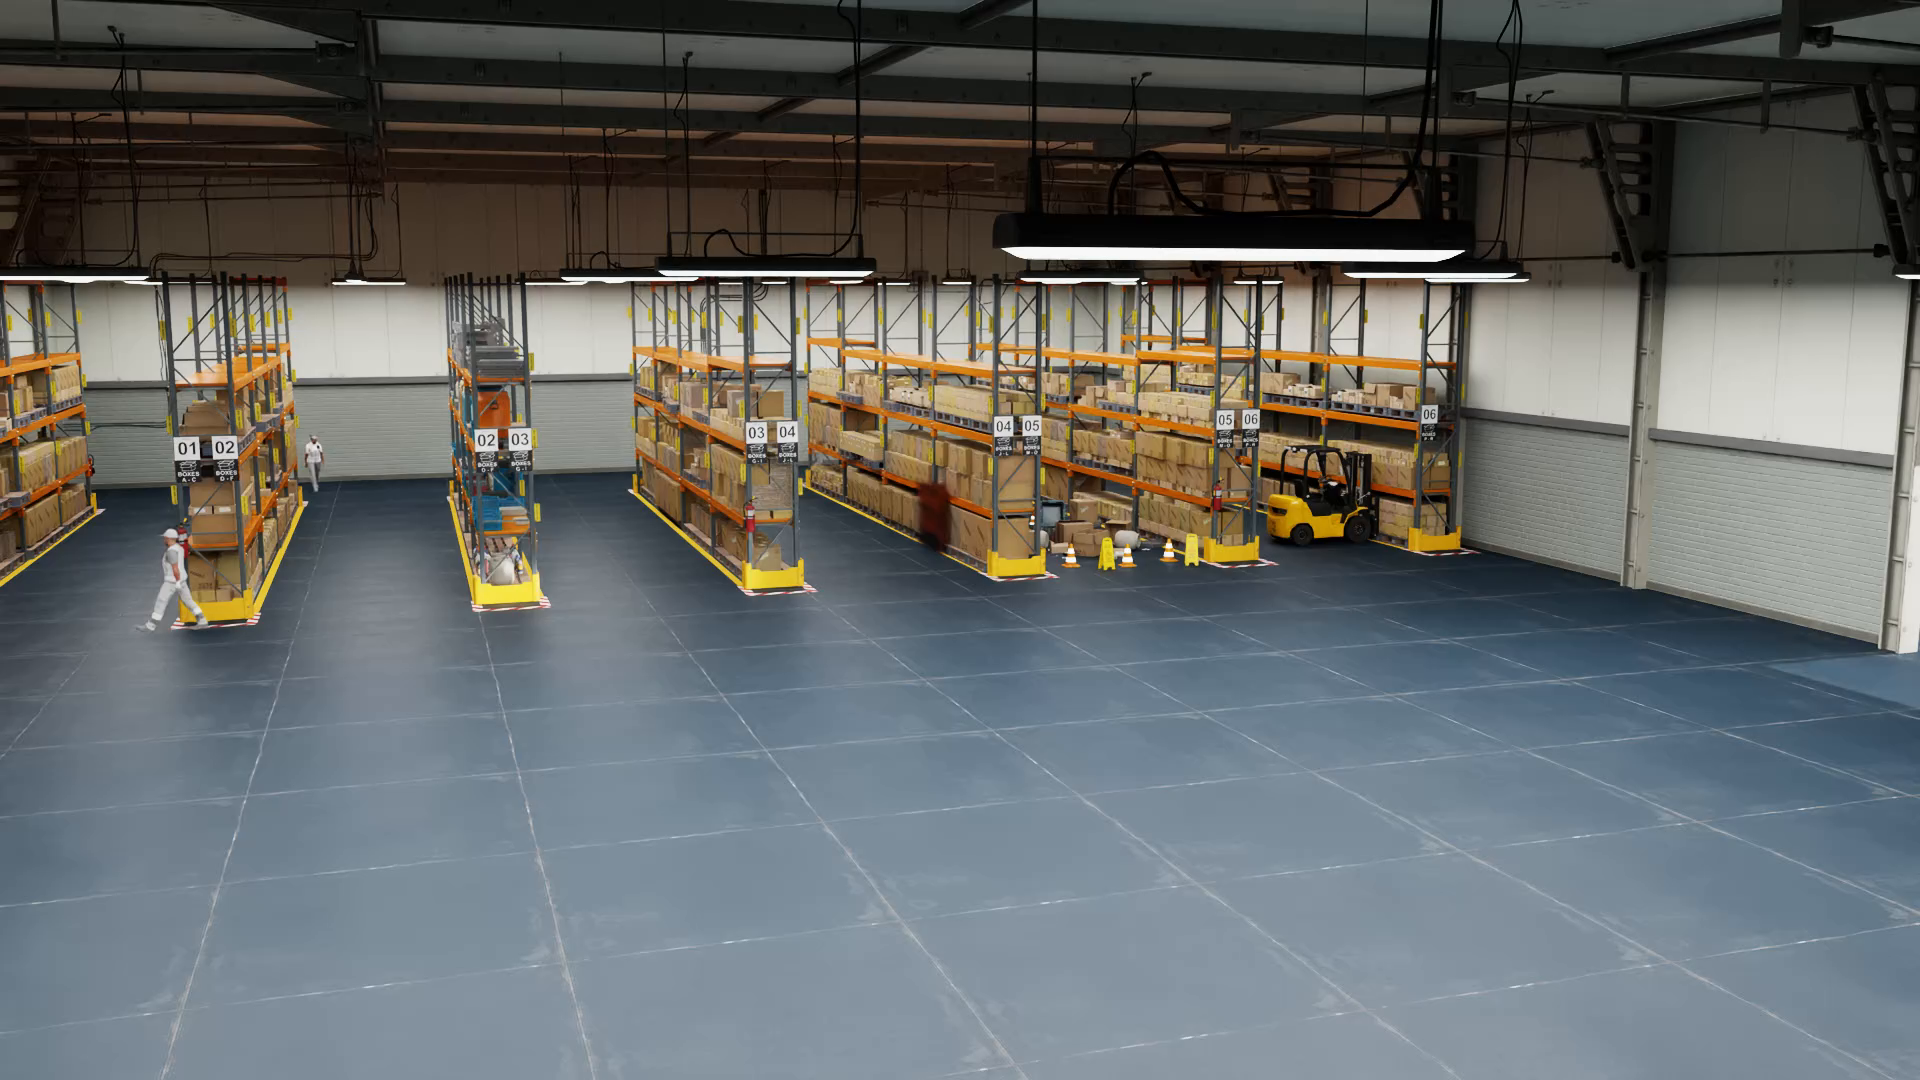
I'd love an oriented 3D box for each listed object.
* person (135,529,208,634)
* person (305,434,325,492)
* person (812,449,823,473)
[{"bbox_3d":[-13.196,0.678,27.775,1.039,1.722,0.609,0,9,-3],"label":"person"},{"bbox_3d":[-18.316,-2.214,47.188,0.488,1.598,1.075,-6,10,-34],"label":"person"},{"bbox_3d":[-4.358,-2.720,50.094,0.455,1.780,0.579,0,9,-2],"label":"person"}]
